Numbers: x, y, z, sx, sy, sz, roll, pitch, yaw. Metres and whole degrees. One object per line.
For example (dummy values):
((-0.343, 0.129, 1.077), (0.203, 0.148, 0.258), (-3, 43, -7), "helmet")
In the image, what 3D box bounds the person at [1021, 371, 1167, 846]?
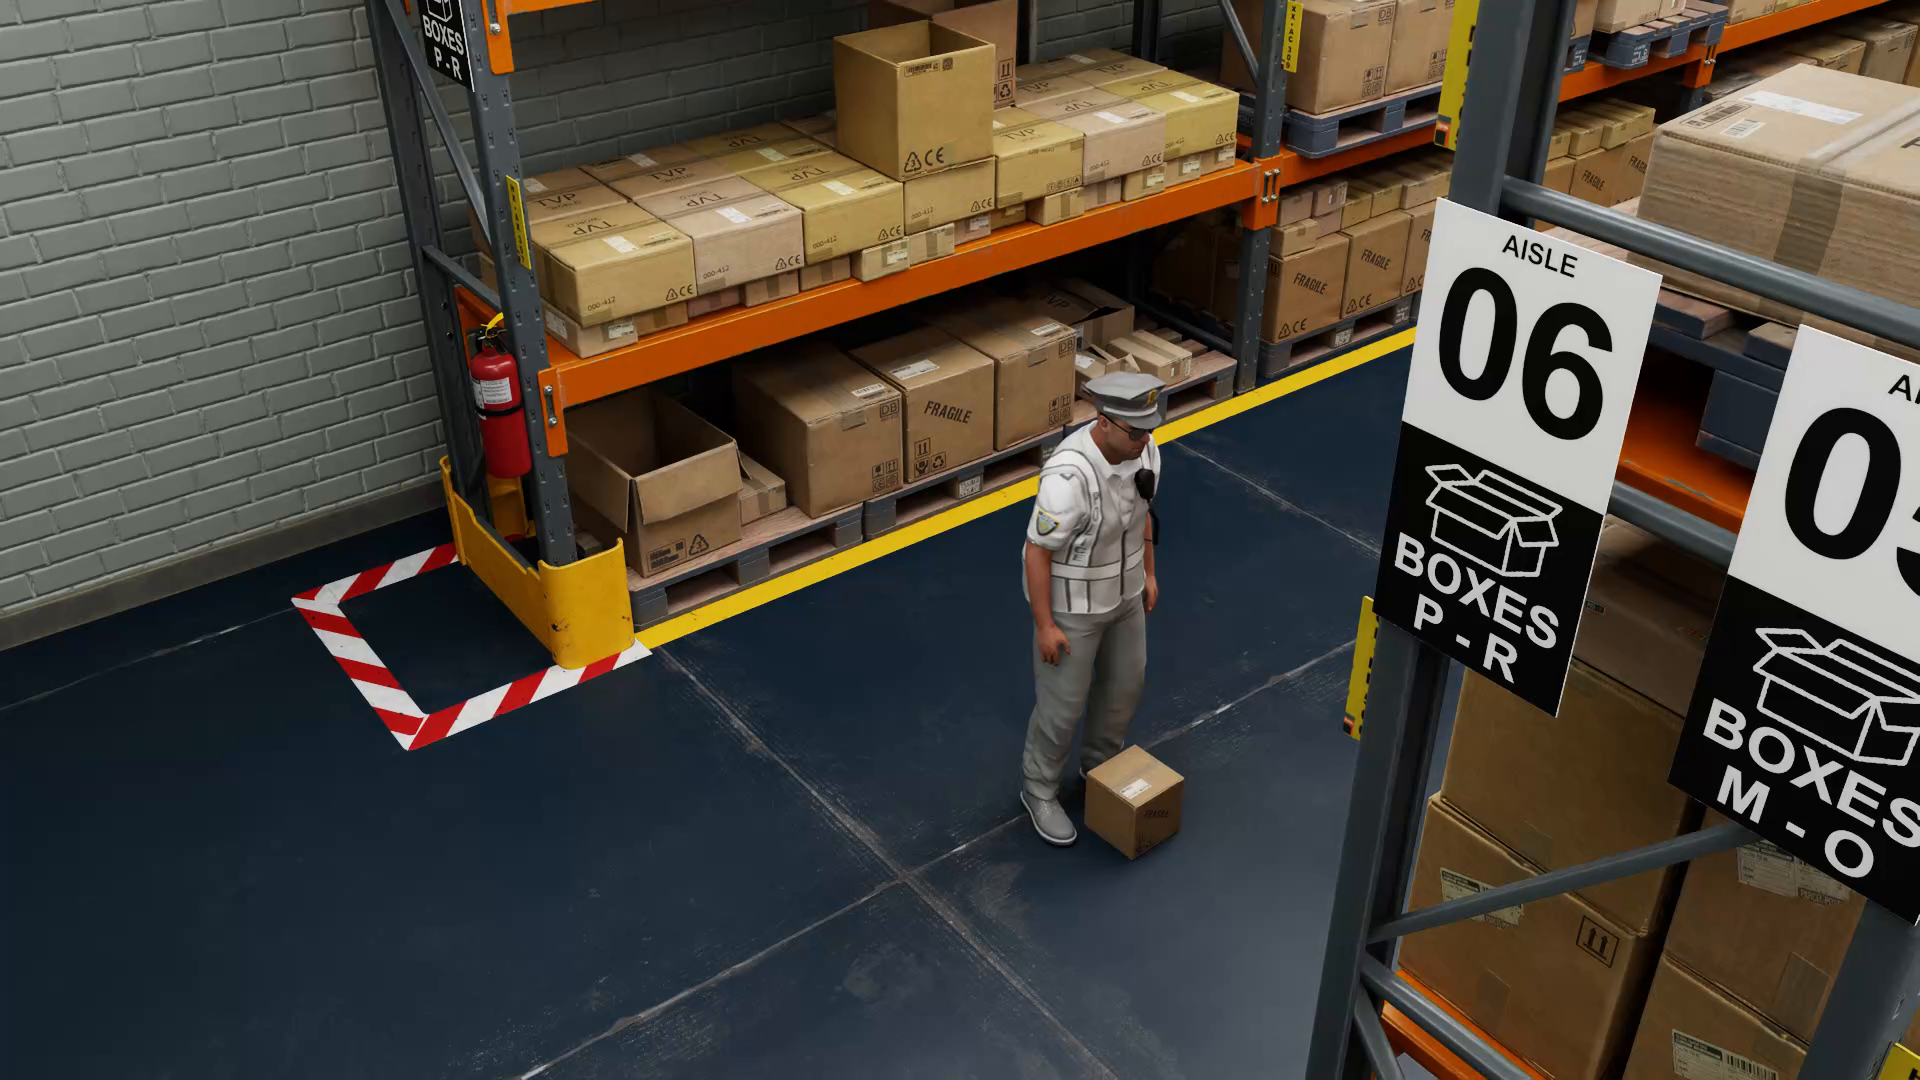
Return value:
((0.467, 0.207, 5.798), (0.605, 1.747, 0.479), (-25, 40, -34), "person")
